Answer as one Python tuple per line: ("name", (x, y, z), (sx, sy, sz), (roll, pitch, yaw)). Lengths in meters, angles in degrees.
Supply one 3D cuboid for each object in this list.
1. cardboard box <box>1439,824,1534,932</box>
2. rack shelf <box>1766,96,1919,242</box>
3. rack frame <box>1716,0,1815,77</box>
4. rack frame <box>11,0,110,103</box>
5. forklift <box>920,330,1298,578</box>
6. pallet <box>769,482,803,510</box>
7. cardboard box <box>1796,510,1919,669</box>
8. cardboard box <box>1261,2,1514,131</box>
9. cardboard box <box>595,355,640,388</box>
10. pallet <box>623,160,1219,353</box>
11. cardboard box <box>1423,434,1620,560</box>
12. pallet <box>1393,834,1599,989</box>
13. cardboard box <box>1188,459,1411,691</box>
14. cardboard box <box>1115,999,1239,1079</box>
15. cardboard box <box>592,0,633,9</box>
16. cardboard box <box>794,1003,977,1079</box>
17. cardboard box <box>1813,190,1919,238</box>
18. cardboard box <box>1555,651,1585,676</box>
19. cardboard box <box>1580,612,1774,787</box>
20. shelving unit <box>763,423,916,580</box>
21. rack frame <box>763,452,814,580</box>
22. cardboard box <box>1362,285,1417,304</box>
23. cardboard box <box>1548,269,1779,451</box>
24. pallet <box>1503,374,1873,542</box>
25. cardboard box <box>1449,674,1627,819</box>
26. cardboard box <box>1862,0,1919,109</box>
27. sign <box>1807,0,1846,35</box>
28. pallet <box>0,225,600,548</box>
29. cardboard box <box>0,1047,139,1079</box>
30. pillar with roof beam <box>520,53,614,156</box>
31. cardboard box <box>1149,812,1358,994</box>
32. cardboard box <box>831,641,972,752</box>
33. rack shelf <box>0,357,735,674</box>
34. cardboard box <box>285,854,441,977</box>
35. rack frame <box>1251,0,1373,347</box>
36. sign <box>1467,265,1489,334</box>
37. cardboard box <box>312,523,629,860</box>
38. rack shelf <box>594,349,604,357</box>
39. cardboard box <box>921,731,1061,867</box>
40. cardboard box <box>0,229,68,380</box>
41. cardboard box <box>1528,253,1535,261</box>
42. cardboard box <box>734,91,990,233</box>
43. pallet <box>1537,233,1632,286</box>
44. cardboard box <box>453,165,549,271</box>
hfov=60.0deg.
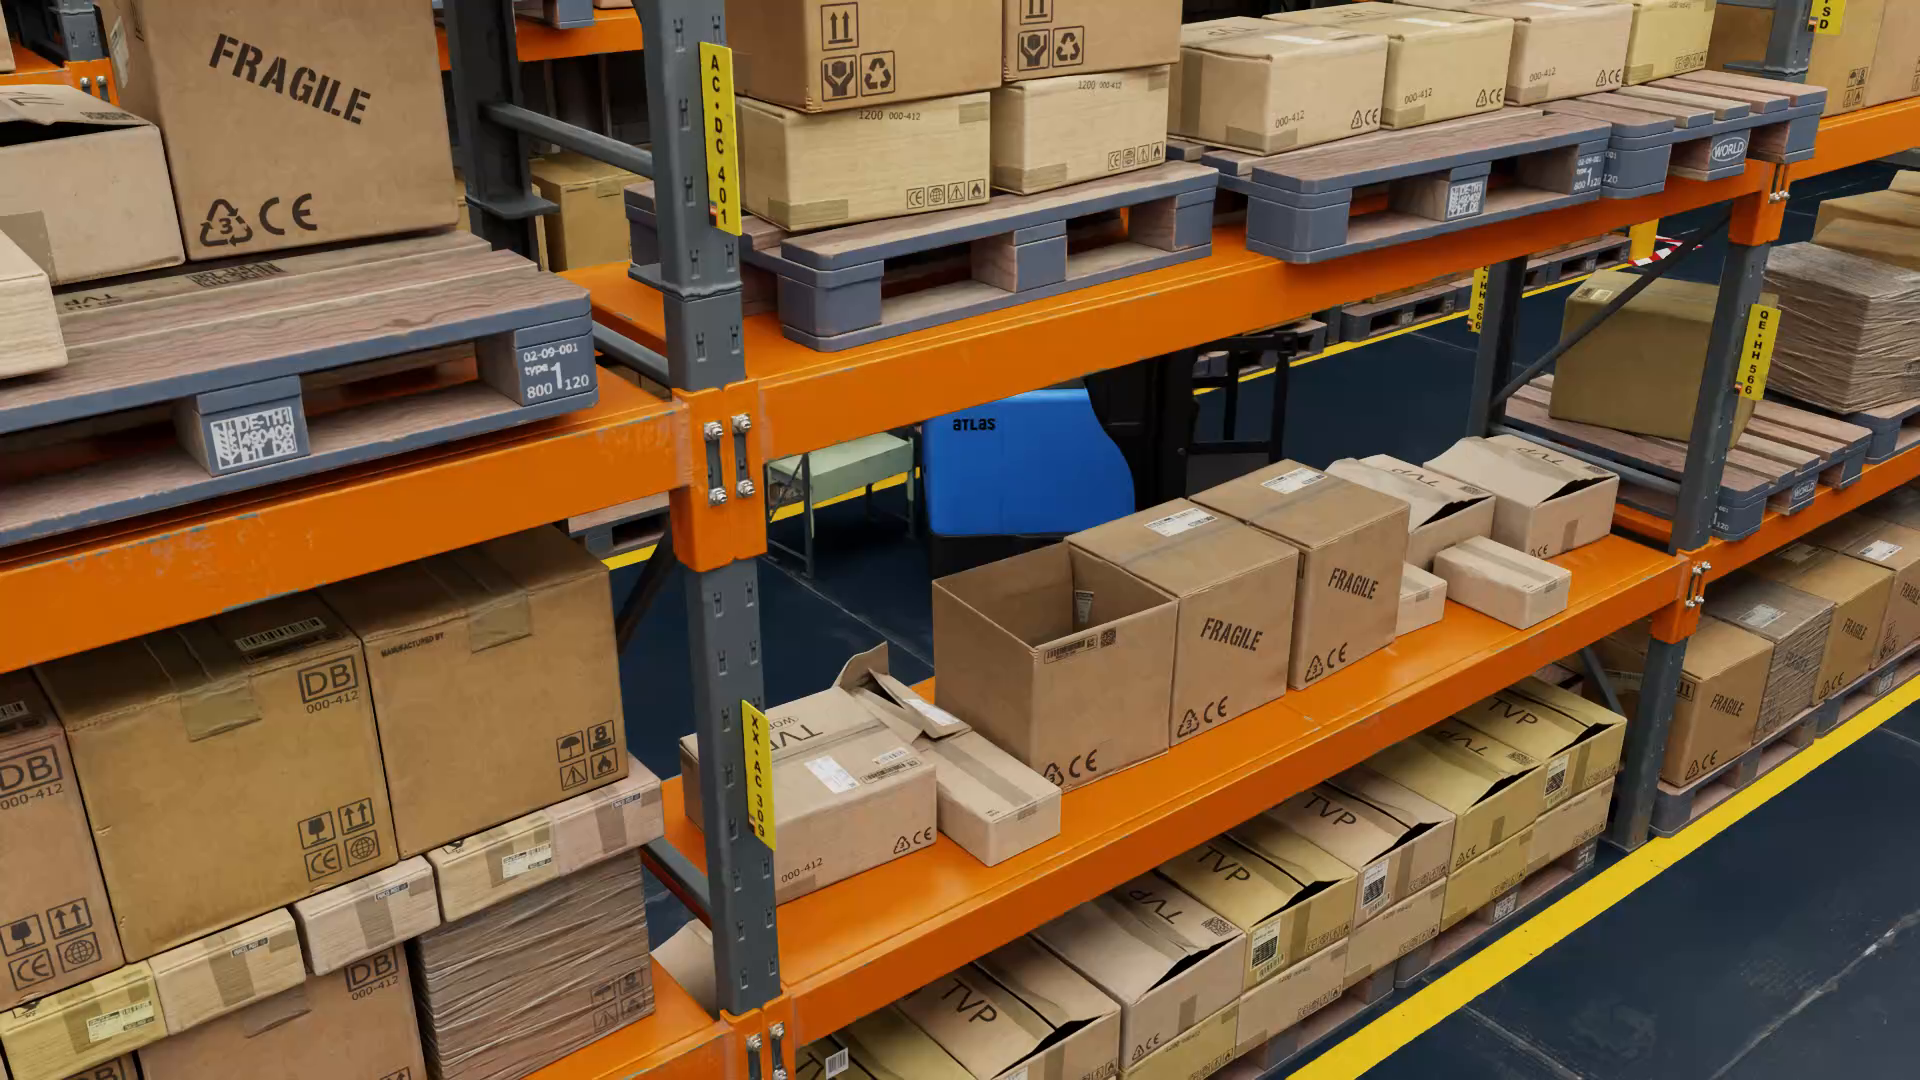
("cardboard box", (1.715, 1.112, 6.059), (0.500, 0.250, 0.500), (-19, 31, -35))
("rack shelf", (3.956, -1.852, 6.968), (4.000, 0.370, 1.077), (-18, 31, -34))
("rack frame", (2.382, -3.019, 5.065), (0.127, 3.000, 1.000), (-18, 31, -34))
("rack frame", (-3.826, -0.899, 7.623), (0.127, 3.000, 1.000), (-18, 31, -34))
("forklift", (1.314, -1.329, 8.631), (3.031, 2.935, 1.130), (-2, 25, -4))
("pallet", (-1.294, -0.470, 10.013), (1.213, 0.211, 1.003), (-18, 31, -34))
("cardboard box", (4.130, 0.209, 7.683), (0.500, 0.500, 0.500), (-19, 31, -36))
("cardboard box", (1.201, -1.357, 4.727), (0.500, 0.250, 0.500), (-19, 31, -35))
("cardboard box", (-2.101, -0.877, 9.132), (0.500, 0.250, 0.500), (-18, 31, -34))
("pallet", (-0.080, -0.766, 4.001), (1.217, 0.209, 0.805), (-20, 31, -36))
("cardboard box", (2.069, -0.177, 6.175), (0.500, 0.311, 0.500), (-16, 29, -31))
("pallet", (1.710, 1.168, 6.482), (1.213, 0.211, 1.003), (-18, 31, -34))
("cardboard box", (1.071, 0.098, 5.356), (0.500, 0.500, 0.500), (-20, 32, -37))
("cardboard box", (0.513, 1.508, 5.206), (0.500, 0.250, 0.500), (-19, 31, -36))
("cardboard box", (-1.755, -3.048, 8.545), (0.637, 0.503, 0.797), (-14, 28, -27))
("cardboard box", (-0.287, 1.519, 4.515), (0.500, 0.311, 0.500), (-18, 30, -34))
("cardboard box", (4.517, -1.324, 7.922), (0.500, 0.500, 0.700), (-13, 28, -26))
("cardboard box", (2.973, 0.316, 7.453), (0.500, 0.500, 0.500), (-17, 30, -32))
("cardboard box", (2.916, 0.613, 6.813), (0.500, 0.500, 0.500), (-17, 30, -32))
("shelving unit", (-0.655, -0.639, 8.844), (0.755, 1.500, 0.431), (-22, 33, -39))
("rack frame", (-0.919, -0.532, 8.615), (0.023, 1.500, 0.400), (-22, 33, -39))
("cardboard box", (3.121, -2.194, 12.884), (0.500, 0.500, 0.700), (-18, 30, -33))
("cardboard box", (2.808, -0.734, 6.652), (0.700, 0.500, 0.500), (15, 29, 29))
("pallet", (2.872, -0.410, 6.798), (1.003, 0.211, 1.213), (-18, 31, -34))
("cardboard box", (2.122, 0.722, 6.232), (0.500, 0.311, 0.500), (-17, 30, -33))
("cardboard box", (3.106, -1.961, 6.229), (0.500, 0.500, 0.910), (-18, 31, -34))
("sign", (2.718, -1.743, 5.171), (0.005, 0.325, 0.100), (-18, 31, -34))
("pallet", (-1.421, -0.349, 2.981), (1.213, 0.211, 1.003), (-18, 31, -34))
("cardboard box", (-1.919, 1.082, 3.238), (0.500, 0.500, 0.700), (-18, 30, -33))
("pillar with roof beam", (0.422, -3.182, 5.416), (0.400, 9.000, 9.100), (-18, 31, -34))
("cardboard box", (0.922, 1.119, 5.377), (0.500, 0.311, 0.500), (-17, 30, -33))
("cardboard box", (-0.187, 0.513, 4.741), (0.258, 0.266, 0.396), (-19, 31, -35))
("rack shelf", (-2.340, 0.227, 2.490), (4.000, 0.370, 1.077), (-18, 31, -34))
("cardboard box", (-1.248, 0.676, 3.341), (0.250, 0.149, 0.380), (-19, 31, -35))
("rack frame", (2.470, -2.977, 12.101), (0.127, 3.000, 1.000), (-18, 31, -34))
("sign", (2.039, -0.964, 6.483), (0.005, 0.325, 0.100), (-18, 31, -34))
("cardboard box", (-1.111, 0.225, 3.542), (0.500, 0.500, 0.700), (-18, 30, -34))
("rack shelf", (-2.252, -1.092, 8.894), (4.000, 0.370, 1.077), (-18, 31, -34))
("cardboard box", (0.057, 0.693, 4.492), (0.250, 0.149, 0.380), (-18, 31, -34))
("cardboard box", (-1.546, -0.355, 2.523), (0.250, 0.149, 0.380), (-18, 31, -34))
("cardboard box", (4.339, -2.597, 13.752), (0.500, 0.500, 0.700), (-19, 31, -36))
("cardboard box", (-0.275, -0.899, 3.739), (0.500, 0.250, 0.500), (-15, 29, -29))
("pallet", (5.036, -2.517, 14.423), (1.213, 0.211, 1.003), (-18, 31, -34))
("cardboard box", (-2.461, -1.589, 8.469), (0.500, 0.500, 0.700), (-14, 28, -27))
